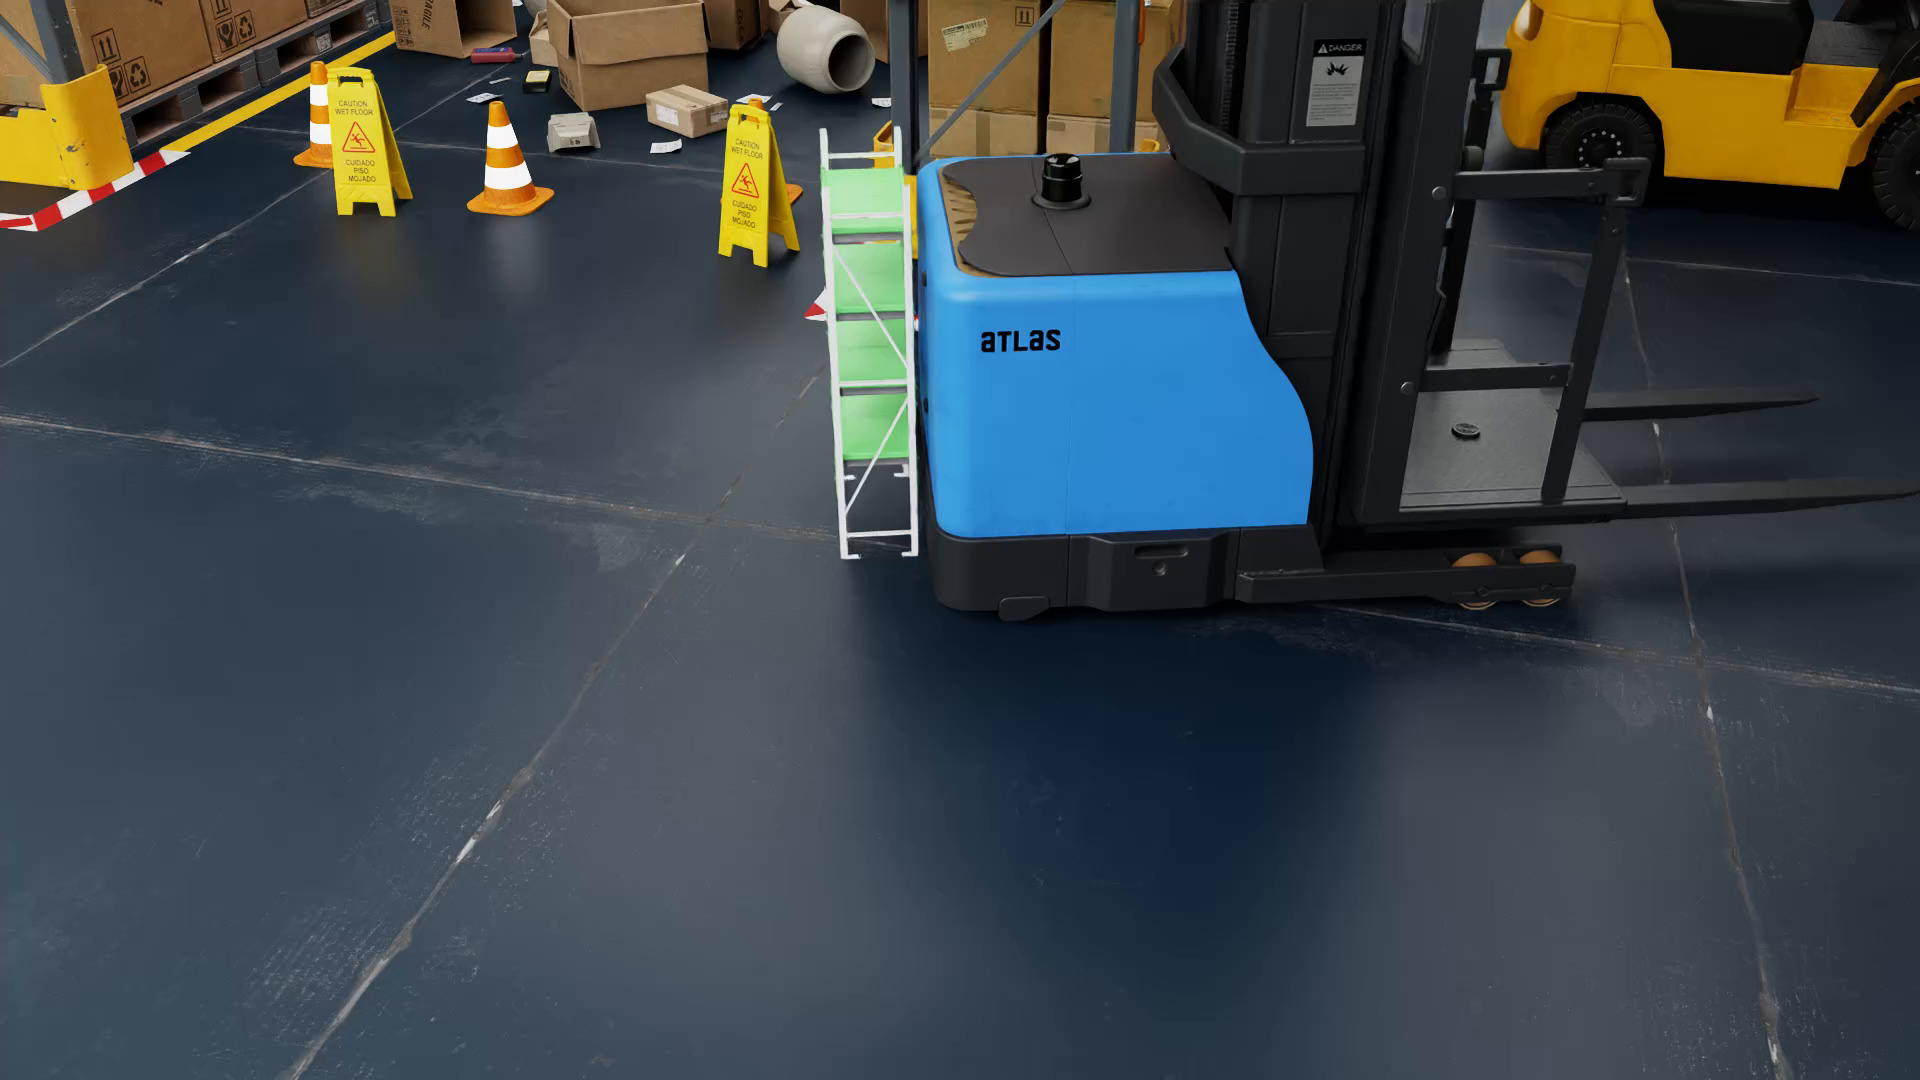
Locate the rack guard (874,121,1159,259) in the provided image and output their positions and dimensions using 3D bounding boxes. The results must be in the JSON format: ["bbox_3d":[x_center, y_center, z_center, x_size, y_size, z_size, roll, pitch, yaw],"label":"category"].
[{"bbox_3d":[0.233,-1.451,7.066,1.175,0.500,0.348,8,33,12],"label":"rack guard"}]

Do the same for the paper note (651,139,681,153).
[{"bbox_3d":[-1.472,-1.975,8.328,0.148,0.019,0.142,-3,33,-4],"label":"paper note"}]

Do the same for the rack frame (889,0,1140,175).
[{"bbox_3d":[0.214,-2.466,6.334,1.000,3.000,0.127,8,33,12],"label":"rack frame"}]

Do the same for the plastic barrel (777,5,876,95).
[{"bbox_3d":[-0.726,-2.657,9.035,0.421,0.421,0.512,-21,38,-29],"label":"plastic barrel"}]

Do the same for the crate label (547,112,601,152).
[{"bbox_3d":[-1.945,-2.048,8.344,0.250,0.136,0.298,-8,33,-13],"label":"crate label"}]

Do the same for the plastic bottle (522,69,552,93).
[{"bbox_3d":[-2.334,-2.546,9.198,0.133,0.061,0.283,-3,33,-4],"label":"plastic bottle"}]

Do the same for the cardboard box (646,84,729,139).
[{"bbox_3d":[-1.408,-2.218,8.600,0.380,0.149,0.250,28,42,36],"label":"cardboard box"}]

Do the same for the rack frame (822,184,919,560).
[{"bbox_3d":[-0.252,-0.456,4.847,0.240,1.200,0.015,-3,33,-4],"label":"rack frame"}]

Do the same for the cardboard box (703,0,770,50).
[{"bbox_3d":[-1.560,-3.213,9.708,0.797,0.637,0.503,8,33,12],"label":"cardboard box"}]

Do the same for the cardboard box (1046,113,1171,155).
[{"bbox_3d":[0.686,-1.864,7.558,0.500,0.250,0.500,8,33,12],"label":"cardboard box"}]

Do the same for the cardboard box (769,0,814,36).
[{"bbox_3d":[-1.054,-3.258,10.127,0.258,0.266,0.396,-14,35,-21],"label":"cardboard box"}]

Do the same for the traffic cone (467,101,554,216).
[{"bbox_3d":[-2.085,-1.769,7.602,0.336,0.463,0.334,8,33,12],"label":"traffic cone"}]

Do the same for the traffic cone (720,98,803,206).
[{"bbox_3d":[-0.925,-1.795,7.642,0.336,0.463,0.334,8,33,12],"label":"traffic cone"}]

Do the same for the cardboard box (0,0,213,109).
[{"bbox_3d":[-4.492,-2.729,8.336,0.875,0.875,0.875,8,33,13],"label":"cardboard box"}]

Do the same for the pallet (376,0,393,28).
[{"bbox_3d":[-3.853,-3.603,10.721,1.003,0.211,1.213,8,33,12],"label":"pallet"}]

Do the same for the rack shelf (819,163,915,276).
[{"bbox_3d":[-0.275,-0.937,4.829,0.258,0.148,0.480,-3,33,-4],"label":"rack shelf"}]

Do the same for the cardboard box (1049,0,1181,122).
[{"bbox_3d":[0.692,-2.193,7.376,0.500,0.500,0.500,7,33,11],"label":"cardboard box"}]

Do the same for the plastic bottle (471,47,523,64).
[{"bbox_3d":[-2.665,-2.795,9.590,0.283,0.061,0.133,-3,33,-4],"label":"plastic bottle"}]

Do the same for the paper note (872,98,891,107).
[{"bbox_3d":[-0.399,-2.359,8.933,0.142,0.019,0.148,-3,33,-4],"label":"paper note"}]

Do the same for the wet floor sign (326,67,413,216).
[{"bbox_3d":[-2.692,-1.810,7.495,0.267,0.644,0.232,3,33,4],"label":"wet floor sign"}]

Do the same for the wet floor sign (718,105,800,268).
[{"bbox_3d":[-0.869,-1.520,7.039,0.267,0.644,0.232,20,38,29],"label":"wet floor sign"}]

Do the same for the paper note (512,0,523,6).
[{"bbox_3d":[-2.879,-3.439,10.630,0.147,0.020,0.142,-14,35,-21],"label":"paper note"}]

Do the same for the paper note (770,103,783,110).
[{"bbox_3d":[-0.980,-2.316,8.883,0.032,0.001,0.123,8,33,12],"label":"paper note"}]

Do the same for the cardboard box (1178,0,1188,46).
[{"bbox_3d":[0.820,-2.465,7.804,0.500,0.500,0.500,7,33,11],"label":"cardboard box"}]

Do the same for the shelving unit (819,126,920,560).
[{"bbox_3d":[-0.272,-0.586,5.052,0.258,1.200,0.503,-3,33,-4],"label":"shelving unit"}]

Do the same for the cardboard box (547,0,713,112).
[{"bbox_3d":[-1.789,-2.669,8.979,0.797,0.503,0.637,-14,35,-21],"label":"cardboard box"}]

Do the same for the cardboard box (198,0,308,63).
[{"bbox_3d":[-4.270,-3.186,9.055,0.875,0.875,0.875,8,33,12],"label":"cardboard box"}]

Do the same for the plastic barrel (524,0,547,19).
[{"bbox_3d":[-2.389,-3.279,10.013,0.421,0.421,0.512,-21,38,-29],"label":"plastic barrel"}]

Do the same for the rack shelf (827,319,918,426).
[{"bbox_3d":[-0.272,-0.532,5.086,0.258,0.148,0.480,-3,33,-4],"label":"rack shelf"}]

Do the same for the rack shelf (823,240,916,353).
[{"bbox_3d":[-0.273,-0.735,4.957,0.258,0.148,0.480,-3,33,-4],"label":"rack shelf"}]

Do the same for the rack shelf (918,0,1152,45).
[{"bbox_3d":[0.721,-3.201,8.159,1.077,0.370,4.000,8,33,12],"label":"rack shelf"}]

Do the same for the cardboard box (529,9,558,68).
[{"bbox_3d":[-2.239,-2.867,9.512,0.396,0.266,0.258,14,35,21],"label":"cardboard box"}]

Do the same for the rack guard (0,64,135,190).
[{"bbox_3d":[-4.606,-2.021,7.962,1.175,0.500,0.348,8,33,12],"label":"rack guard"}]

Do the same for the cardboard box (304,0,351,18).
[{"bbox_3d":[-4.037,-3.659,9.799,0.875,0.875,0.875,8,33,13],"label":"cardboard box"}]

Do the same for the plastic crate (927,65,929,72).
[{"bbox_3d":[0.037,-2.607,9.276,0.402,0.080,0.583,-3,33,-4],"label":"plastic crate"}]

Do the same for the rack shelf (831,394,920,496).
[{"bbox_3d":[-0.270,-0.330,5.215,0.258,0.148,0.480,-3,33,-4],"label":"rack shelf"}]

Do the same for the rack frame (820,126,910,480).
[{"bbox_3d":[-0.292,-0.717,5.257,0.240,1.200,0.015,-3,33,-4],"label":"rack frame"}]

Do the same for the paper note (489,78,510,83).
[{"bbox_3d":[-2.566,-2.561,9.269,0.032,0.001,0.123,28,42,36],"label":"paper note"}]

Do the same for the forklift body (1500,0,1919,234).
[{"bbox_3d":[3.733,-2.667,7.440,2.313,2.155,1.214,8,33,12],"label":"forklift body"}]

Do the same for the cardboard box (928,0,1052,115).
[{"bbox_3d":[0.165,-2.251,7.467,0.500,0.500,0.500,8,33,13],"label":"cardboard box"}]

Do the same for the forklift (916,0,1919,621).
[{"bbox_3d":[1.399,-1.312,4.582,3.031,2.935,1.130,-3,33,-4],"label":"forklift"}]

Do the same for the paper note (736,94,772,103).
[{"bbox_3d":[-1.111,-2.390,8.992,0.148,0.019,0.142,20,38,29],"label":"paper note"}]

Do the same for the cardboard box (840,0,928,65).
[{"bbox_3d":[-0.359,-3.117,9.685,0.500,0.500,0.500,-21,38,-29],"label":"cardboard box"}]

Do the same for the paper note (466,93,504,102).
[{"bbox_3d":[-2.570,-2.395,8.991,0.144,0.017,0.142,20,38,29],"label":"paper note"}]

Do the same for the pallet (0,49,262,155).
[{"bbox_3d":[-4.472,-2.337,8.729,1.003,0.211,1.213,8,33,12],"label":"pallet"}]

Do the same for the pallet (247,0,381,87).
[{"bbox_3d":[-4.161,-2.968,9.722,1.003,0.211,1.213,8,33,12],"label":"pallet"}]

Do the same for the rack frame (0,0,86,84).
[{"bbox_3d":[-4.600,-3.088,7.311,1.000,3.000,0.127,8,33,12],"label":"rack frame"}]

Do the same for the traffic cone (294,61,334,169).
[{"bbox_3d":[-3.091,-2.100,8.121,0.336,0.463,0.334,8,33,12],"label":"traffic cone"}]

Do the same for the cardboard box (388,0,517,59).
[{"bbox_3d":[-2.986,-3.164,9.759,0.500,0.500,0.500,14,35,21],"label":"cardboard box"}]

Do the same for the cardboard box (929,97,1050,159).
[{"bbox_3d":[0.165,-1.952,7.696,0.500,0.250,0.500,8,33,12],"label":"cardboard box"}]

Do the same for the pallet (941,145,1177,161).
[{"bbox_3d":[0.474,-1.746,7.799,1.003,0.211,1.213,8,33,12],"label":"pallet"}]
